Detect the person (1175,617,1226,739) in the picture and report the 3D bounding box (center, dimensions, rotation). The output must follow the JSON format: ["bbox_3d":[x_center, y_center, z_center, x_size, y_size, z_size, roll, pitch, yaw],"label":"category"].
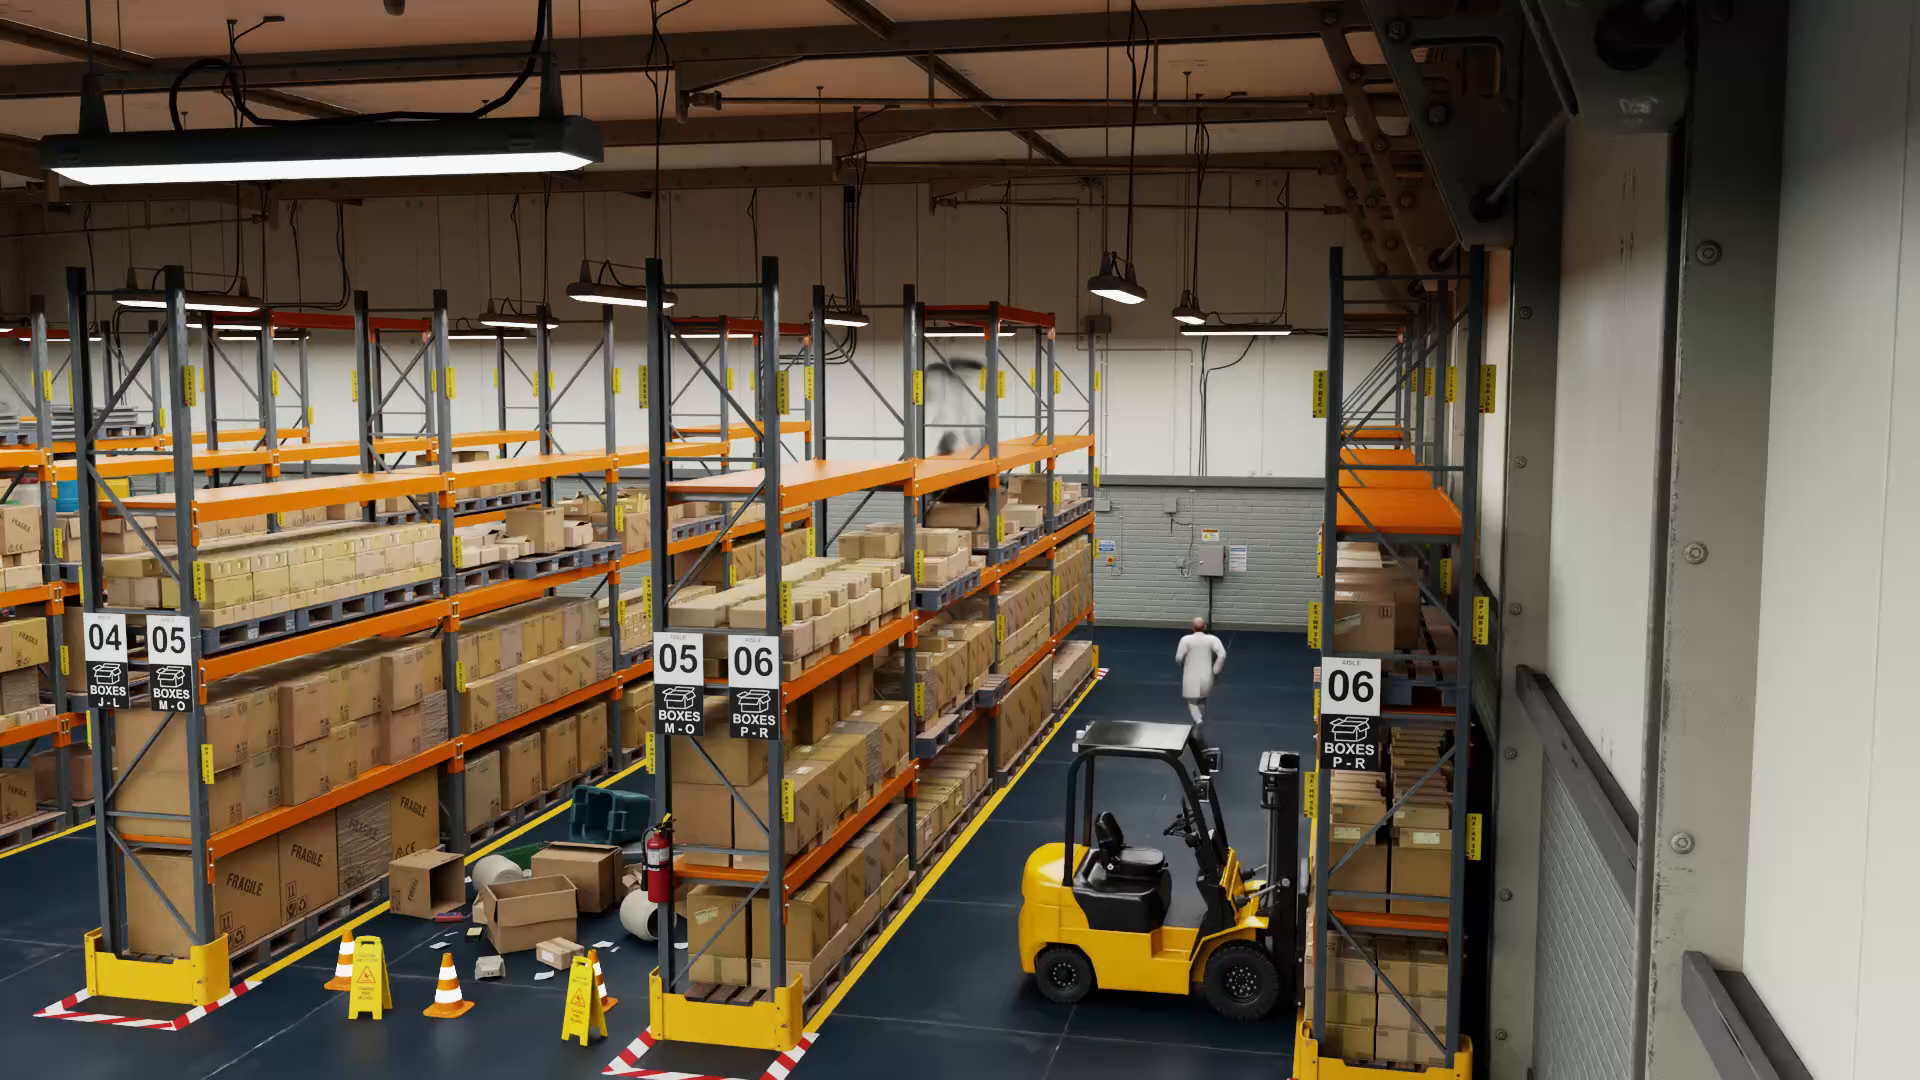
[{"bbox_3d":[3.344,2.060,23.155,0.693,1.562,0.956,0,6,-4],"label":"person"}]
